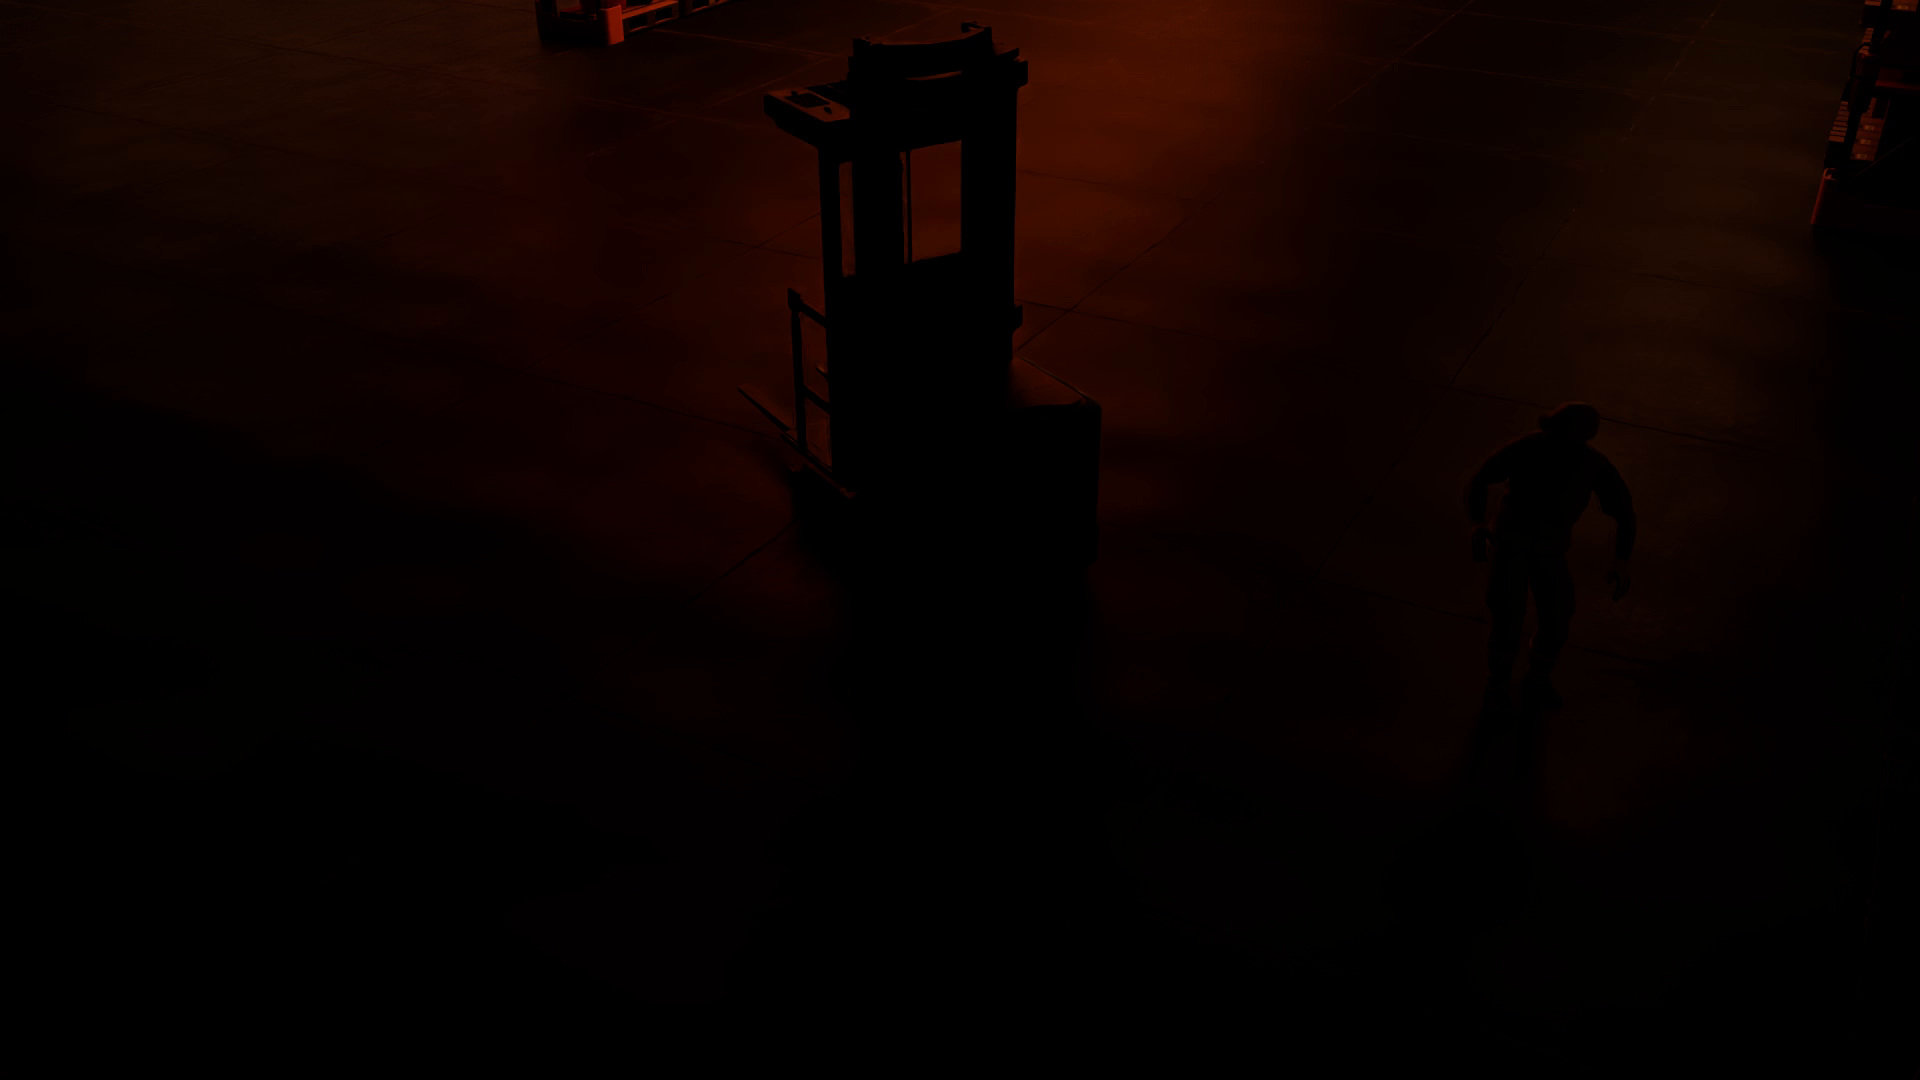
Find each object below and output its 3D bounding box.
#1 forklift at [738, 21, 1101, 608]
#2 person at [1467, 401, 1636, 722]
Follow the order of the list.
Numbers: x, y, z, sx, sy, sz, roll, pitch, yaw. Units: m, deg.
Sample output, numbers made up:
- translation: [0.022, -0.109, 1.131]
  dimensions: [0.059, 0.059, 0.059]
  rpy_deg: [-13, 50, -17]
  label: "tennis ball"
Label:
- translation: [-0.422, -1.585, 9.817]
  dimensions: [1.130, 2.935, 3.031]
  rpy_deg: [-18, 34, -28]
  label: "forklift"
- translation: [2.853, 0.112, 8.134]
  dimensions: [0.778, 1.732, 0.642]
  rpy_deg: [5, 30, 8]
  label: "person"
